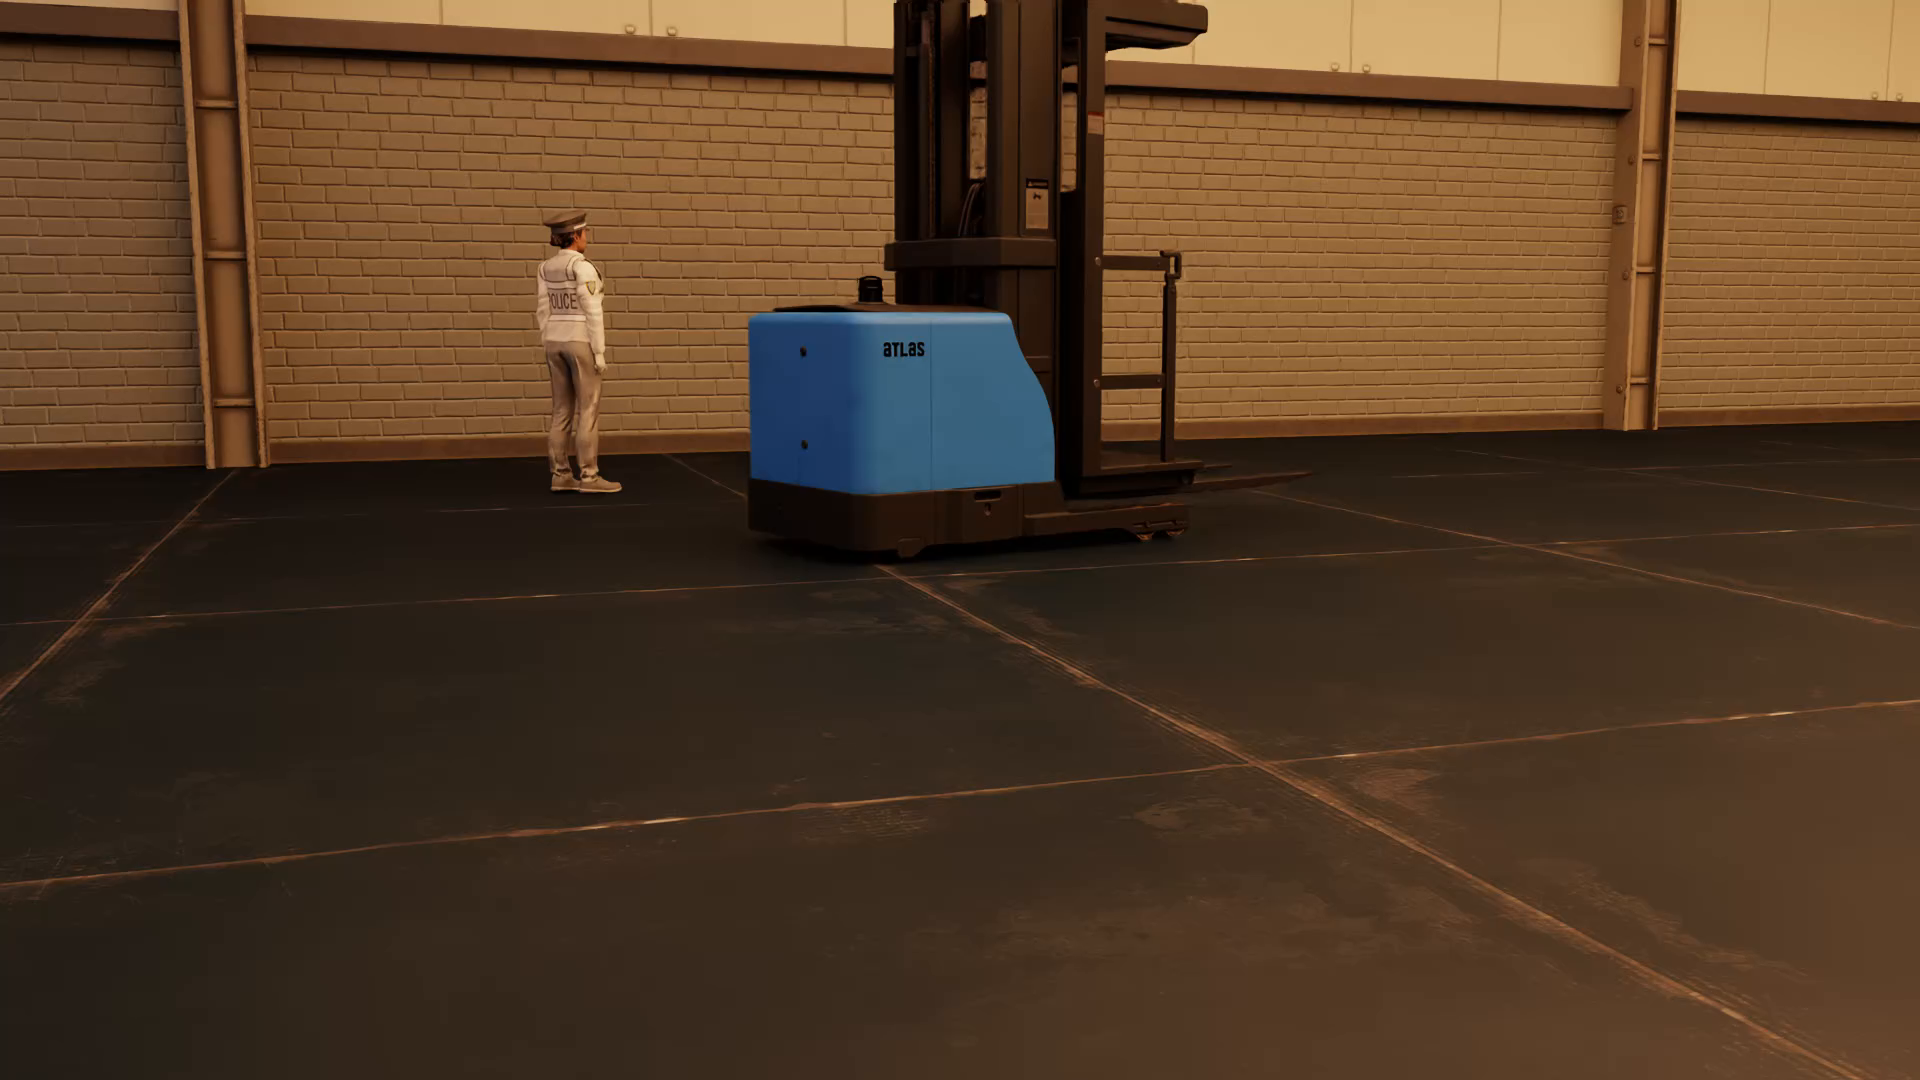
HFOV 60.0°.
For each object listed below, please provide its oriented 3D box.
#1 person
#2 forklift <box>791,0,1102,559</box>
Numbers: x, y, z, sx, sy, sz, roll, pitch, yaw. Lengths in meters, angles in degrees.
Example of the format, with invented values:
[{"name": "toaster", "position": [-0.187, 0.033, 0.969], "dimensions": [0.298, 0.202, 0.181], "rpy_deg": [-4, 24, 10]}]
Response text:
[{"name": "person", "position": [-2.310, -1.127, 9.948], "dimensions": [0.464, 1.693, 0.353], "rpy_deg": [5, 9, 33]}, {"name": "forklift", "position": [0.101, -1.530, 8.301], "dimensions": [1.130, 2.935, 3.031], "rpy_deg": [2, 8, 13]}]
